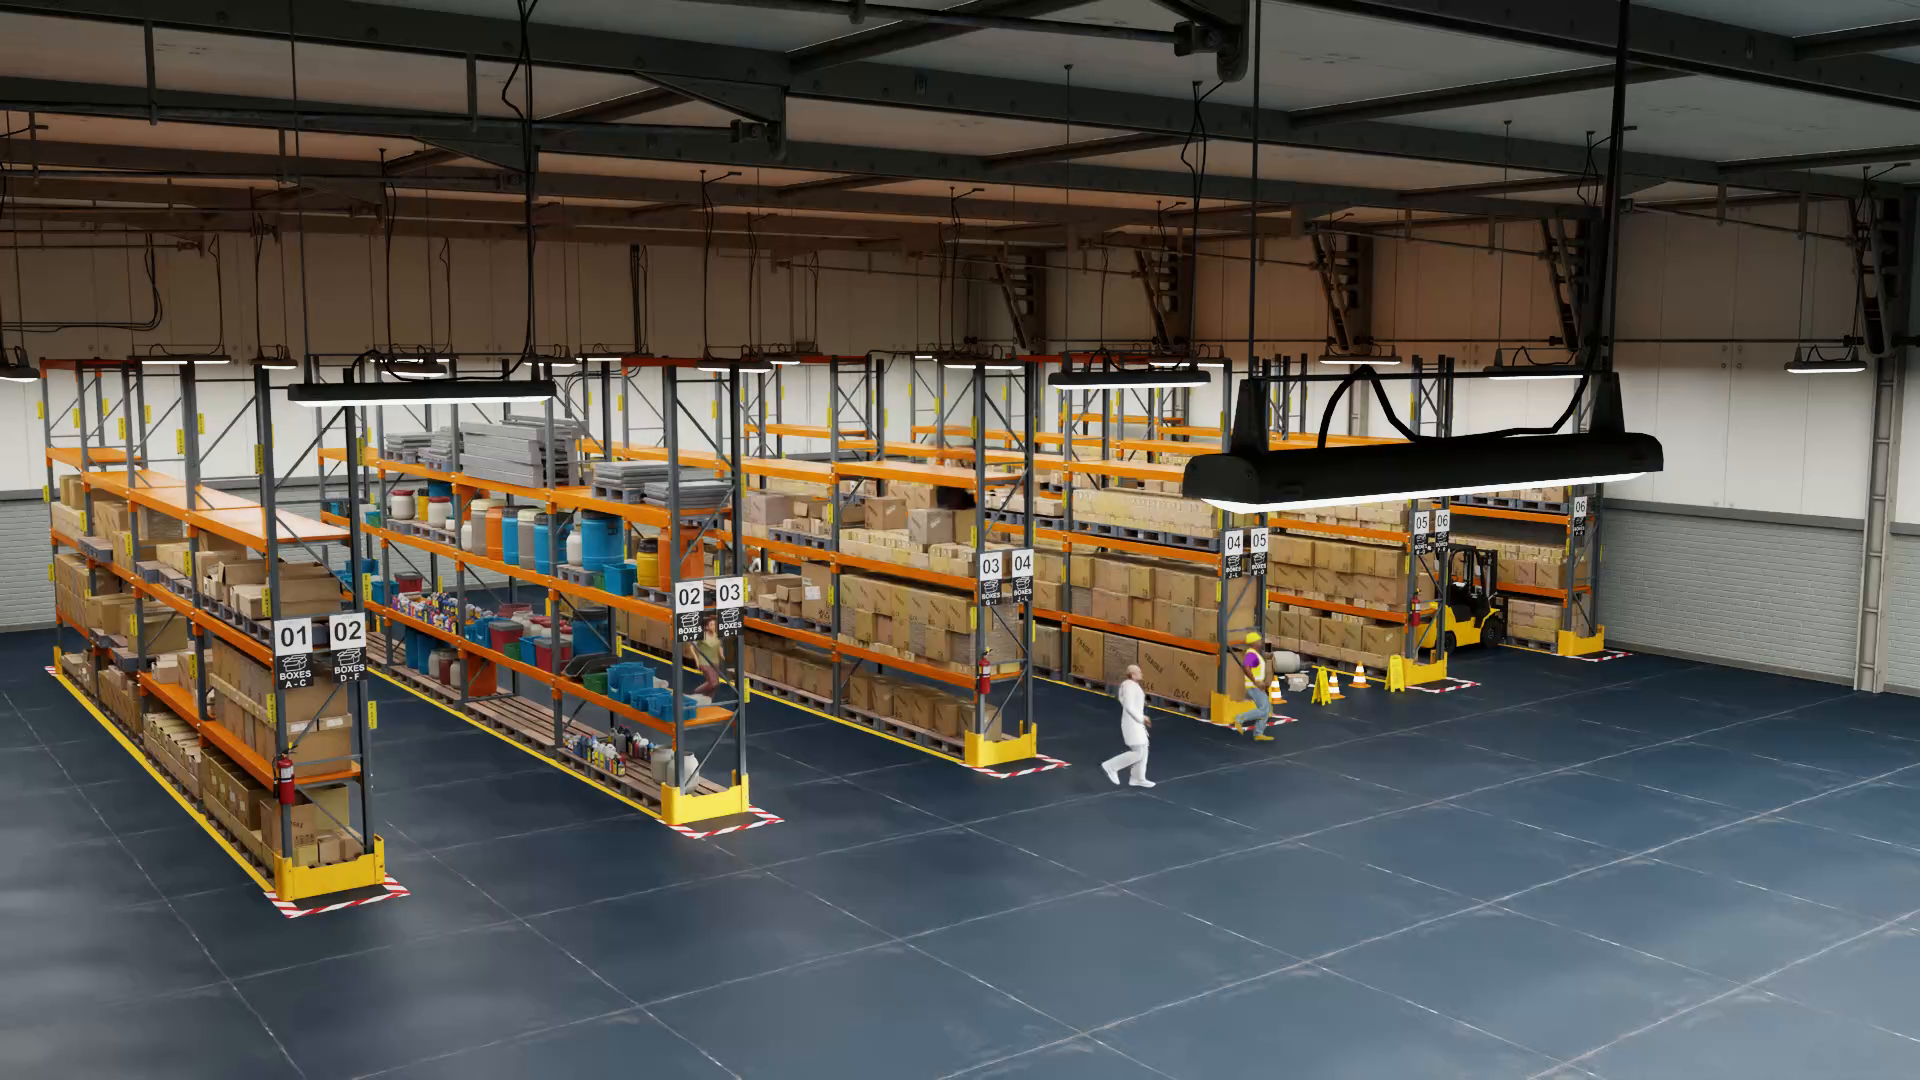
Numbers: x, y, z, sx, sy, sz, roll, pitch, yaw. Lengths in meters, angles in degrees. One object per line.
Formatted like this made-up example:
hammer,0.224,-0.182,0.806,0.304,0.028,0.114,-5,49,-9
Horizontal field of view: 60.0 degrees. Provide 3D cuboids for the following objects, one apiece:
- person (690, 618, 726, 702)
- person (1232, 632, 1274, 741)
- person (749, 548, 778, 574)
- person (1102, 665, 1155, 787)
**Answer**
person,-4.264,2.127,28.374,0.577,1.619,0.567,6,9,42
person,4.664,2.325,26.454,0.659,1.714,0.768,1,7,7
person,-4.343,0.994,37.293,0.647,1.741,0.588,-5,8,-34
person,2.397,2.639,23.597,0.772,1.763,0.738,0,7,0
